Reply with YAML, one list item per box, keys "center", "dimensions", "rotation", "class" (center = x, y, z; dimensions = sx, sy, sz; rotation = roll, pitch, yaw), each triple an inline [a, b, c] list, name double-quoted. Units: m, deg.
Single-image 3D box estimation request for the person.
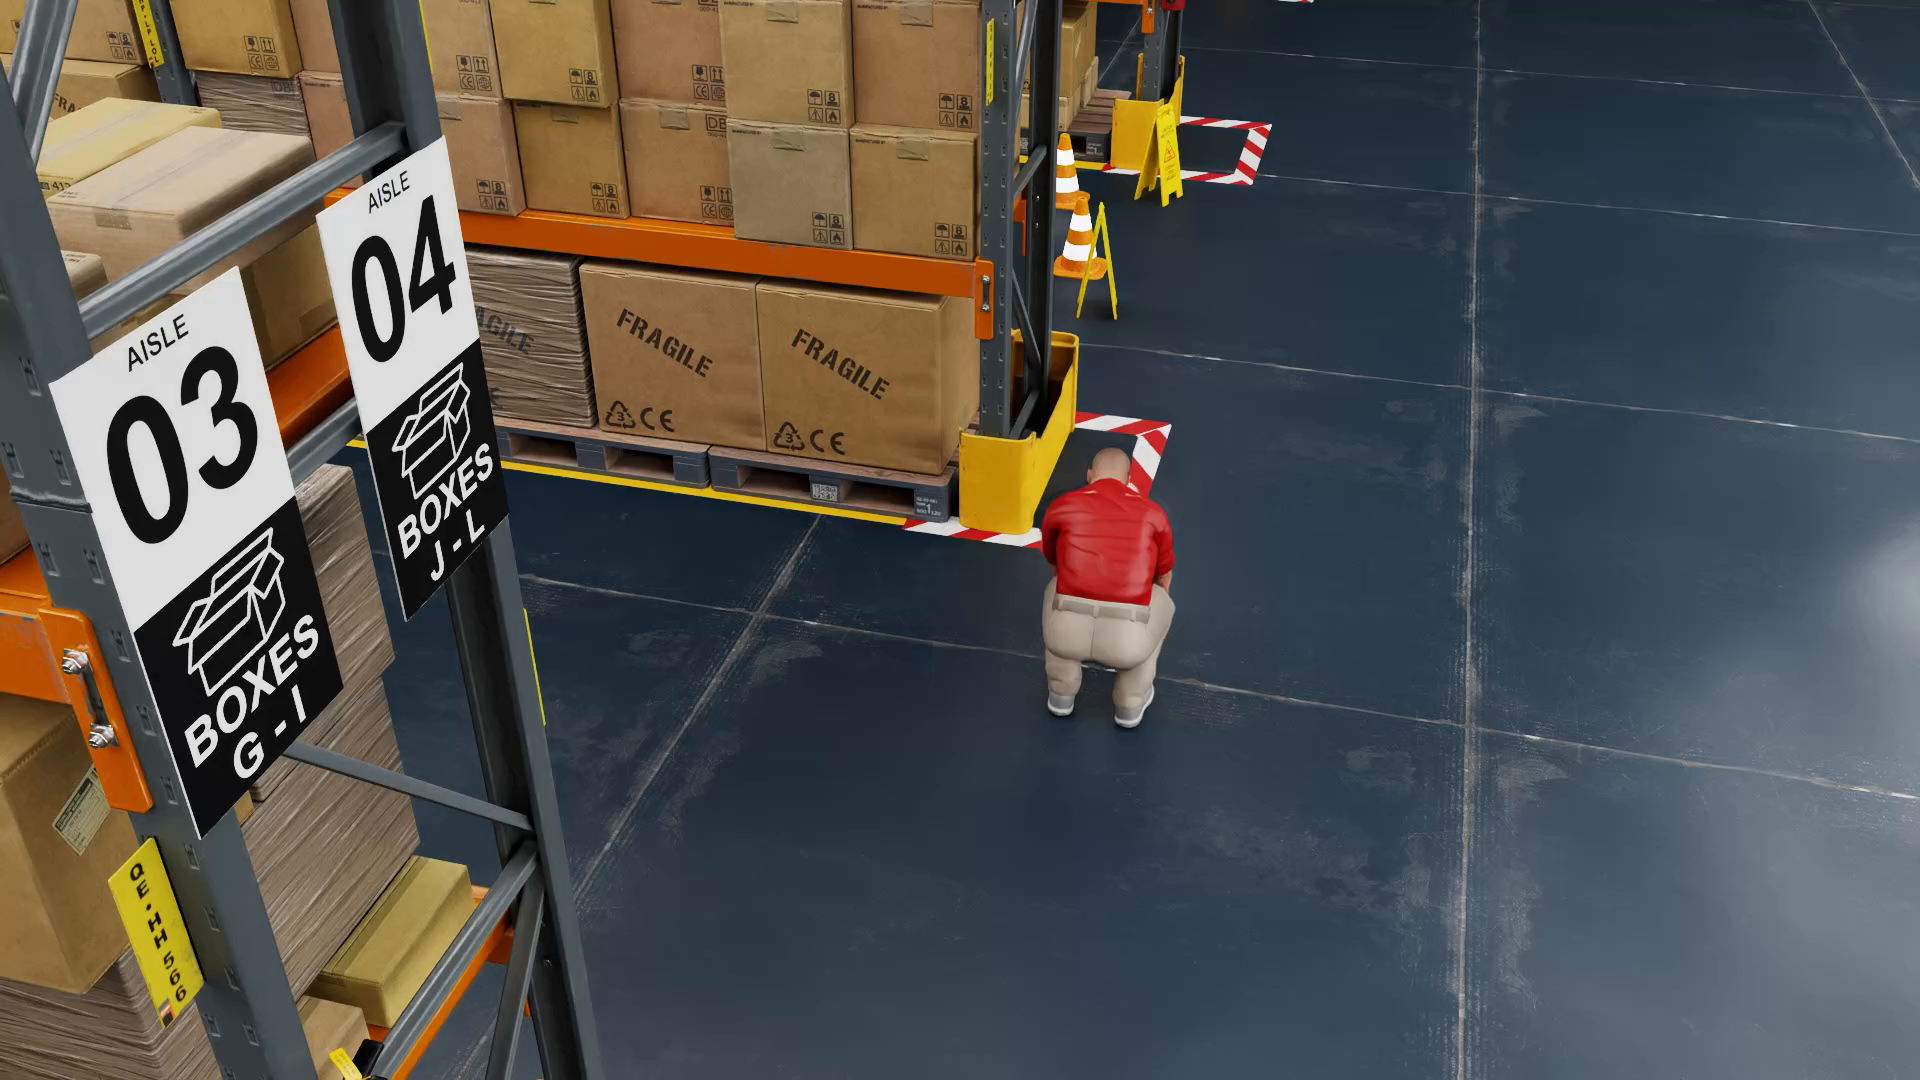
- center: [0.548, 0.271, 6.559]
  dimensions: [0.566, 0.845, 0.690]
  rotation: [8, 33, 12]
  class: "person"
